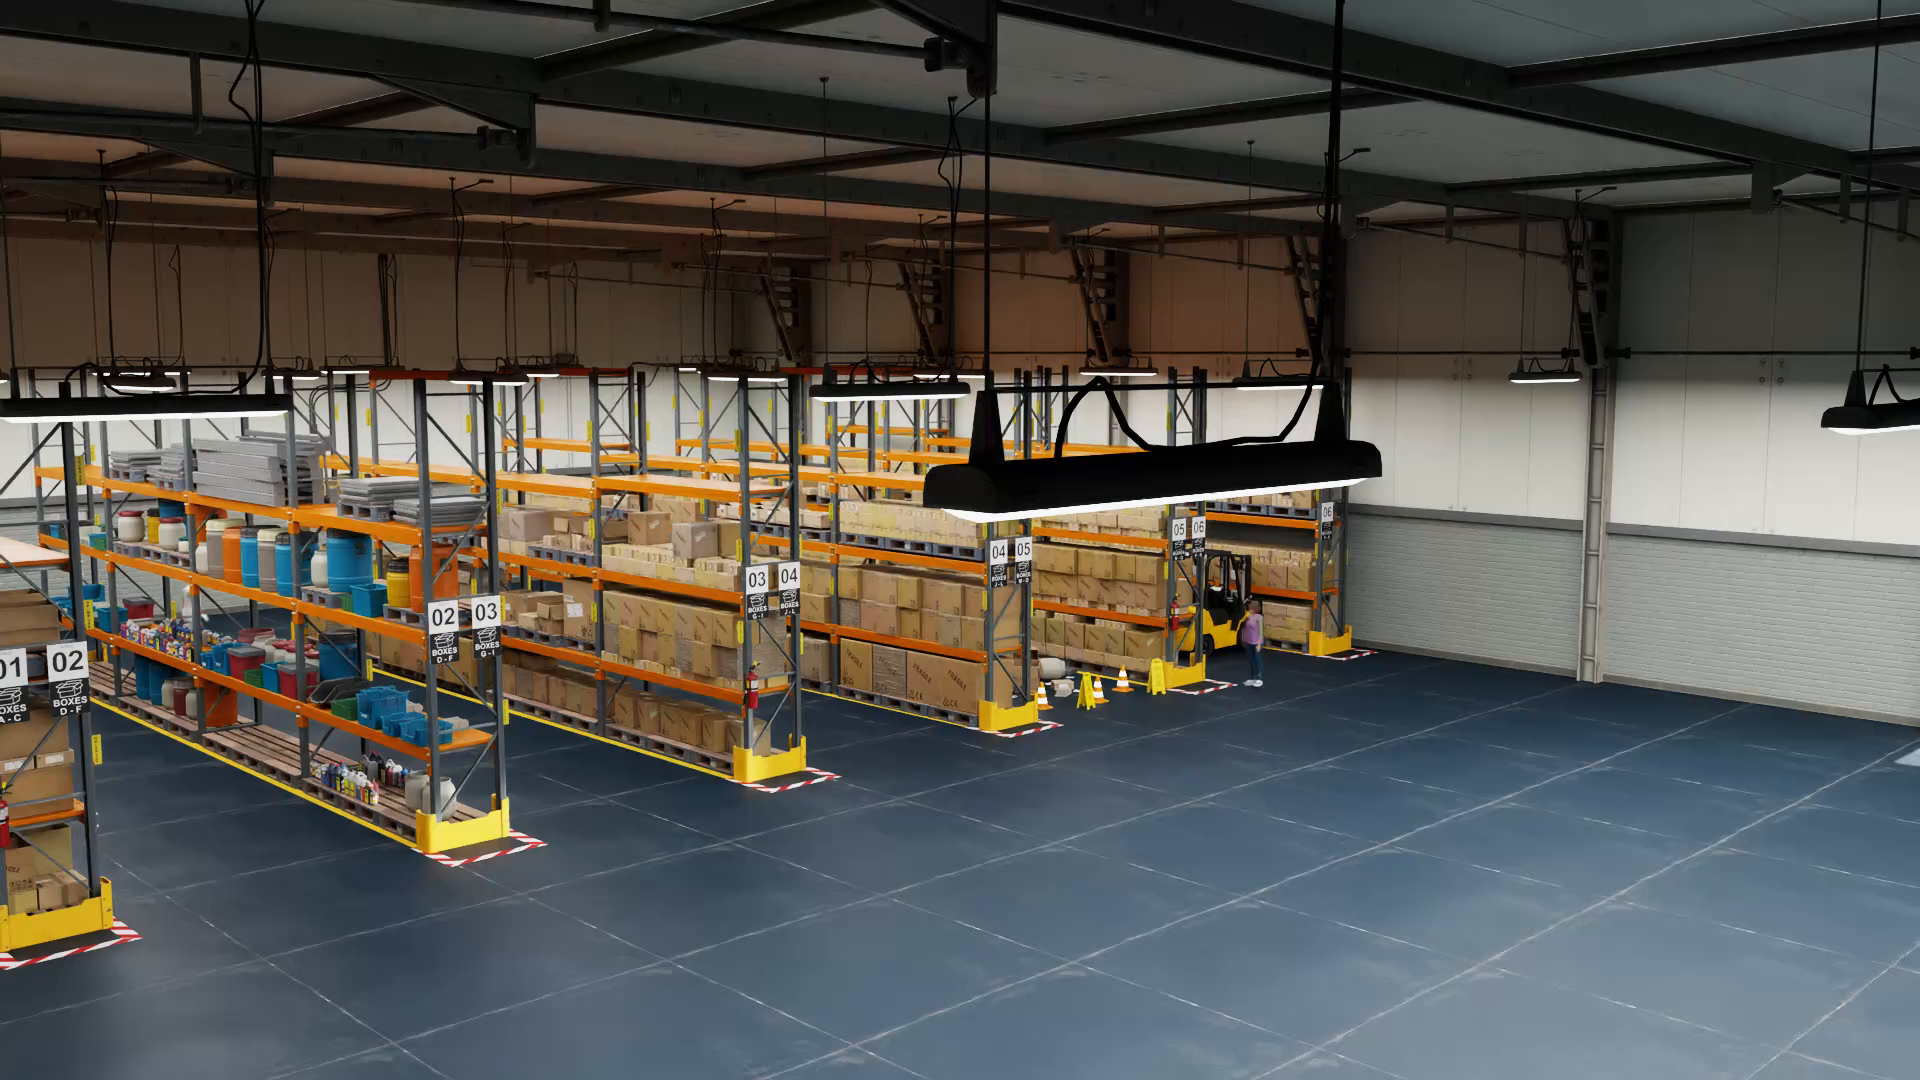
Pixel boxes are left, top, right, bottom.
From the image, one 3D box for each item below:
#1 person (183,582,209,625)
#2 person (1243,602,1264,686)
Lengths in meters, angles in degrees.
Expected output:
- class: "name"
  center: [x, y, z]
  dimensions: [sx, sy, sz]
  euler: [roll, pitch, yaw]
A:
- class: "person"
  center: [-15.763, 1.589, 34.295]
  dimensions: [0.596, 1.819, 0.717]
  euler: [5, 8, 35]
- class: "person"
  center: [5.598, 1.988, 31.603]
  dimensions: [0.350, 1.610, 0.463]
  euler: [-4, 8, -33]
